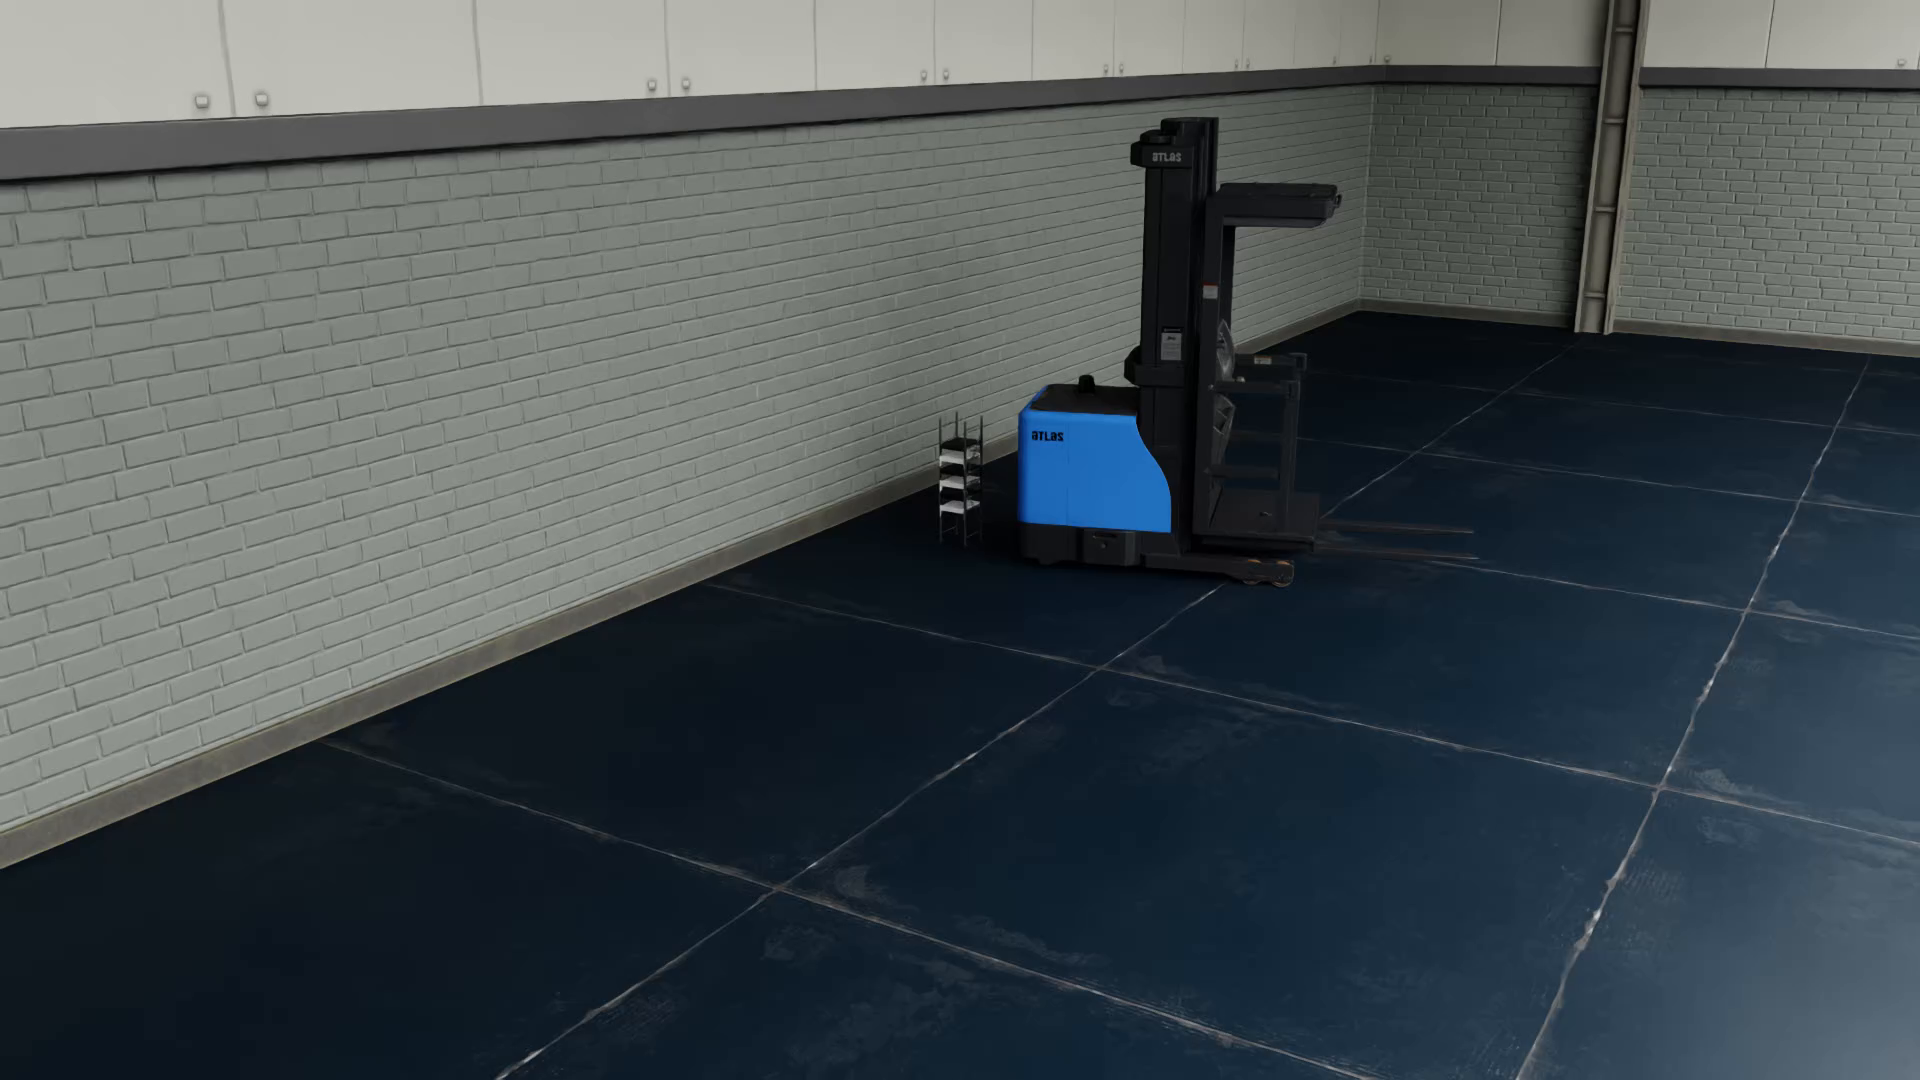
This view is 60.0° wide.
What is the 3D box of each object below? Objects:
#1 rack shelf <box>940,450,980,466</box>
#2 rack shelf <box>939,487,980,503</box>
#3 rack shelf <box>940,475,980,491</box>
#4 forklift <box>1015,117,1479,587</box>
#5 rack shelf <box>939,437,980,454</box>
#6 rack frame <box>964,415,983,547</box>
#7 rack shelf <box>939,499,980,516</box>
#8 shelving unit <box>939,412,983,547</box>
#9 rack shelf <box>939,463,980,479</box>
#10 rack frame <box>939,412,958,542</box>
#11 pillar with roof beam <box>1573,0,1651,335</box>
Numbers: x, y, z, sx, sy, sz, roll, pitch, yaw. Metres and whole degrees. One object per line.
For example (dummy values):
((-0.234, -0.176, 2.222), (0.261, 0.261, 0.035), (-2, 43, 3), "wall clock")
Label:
((0.007, -0.570, 11.704), (0.200, 0.077, 0.258), (10, 20, 30), "rack shelf")
((0.007, -0.311, 11.782), (0.200, 0.077, 0.258), (10, 20, 30), "rack shelf")
((0.007, -0.397, 11.756), (0.200, 0.077, 0.258), (10, 20, 30), "rack shelf")
((1.947, -1.266, 11.005), (3.031, 2.935, 1.130), (4, 17, 13), "forklift")
((0.007, -0.656, 11.678), (0.200, 0.077, 0.258), (10, 20, 30), "rack shelf")
((0.094, -0.414, 11.695), (0.006, 0.900, 0.240), (10, 20, 30), "rack frame")
((0.007, -0.225, 11.808), (0.200, 0.077, 0.258), (10, 20, 30), "rack shelf")
((0.007, -0.429, 11.746), (0.210, 0.900, 0.258), (10, 20, 30), "shelving unit")
((0.007, -0.484, 11.730), (0.200, 0.077, 0.258), (10, 20, 30), "rack shelf")
((-0.080, -0.445, 11.797), (0.006, 0.900, 0.240), (10, 20, 30), "rack frame")
((5.446, -5.772, 15.402), (0.400, 9.000, 9.100), (10, 20, 30), "pillar with roof beam")
